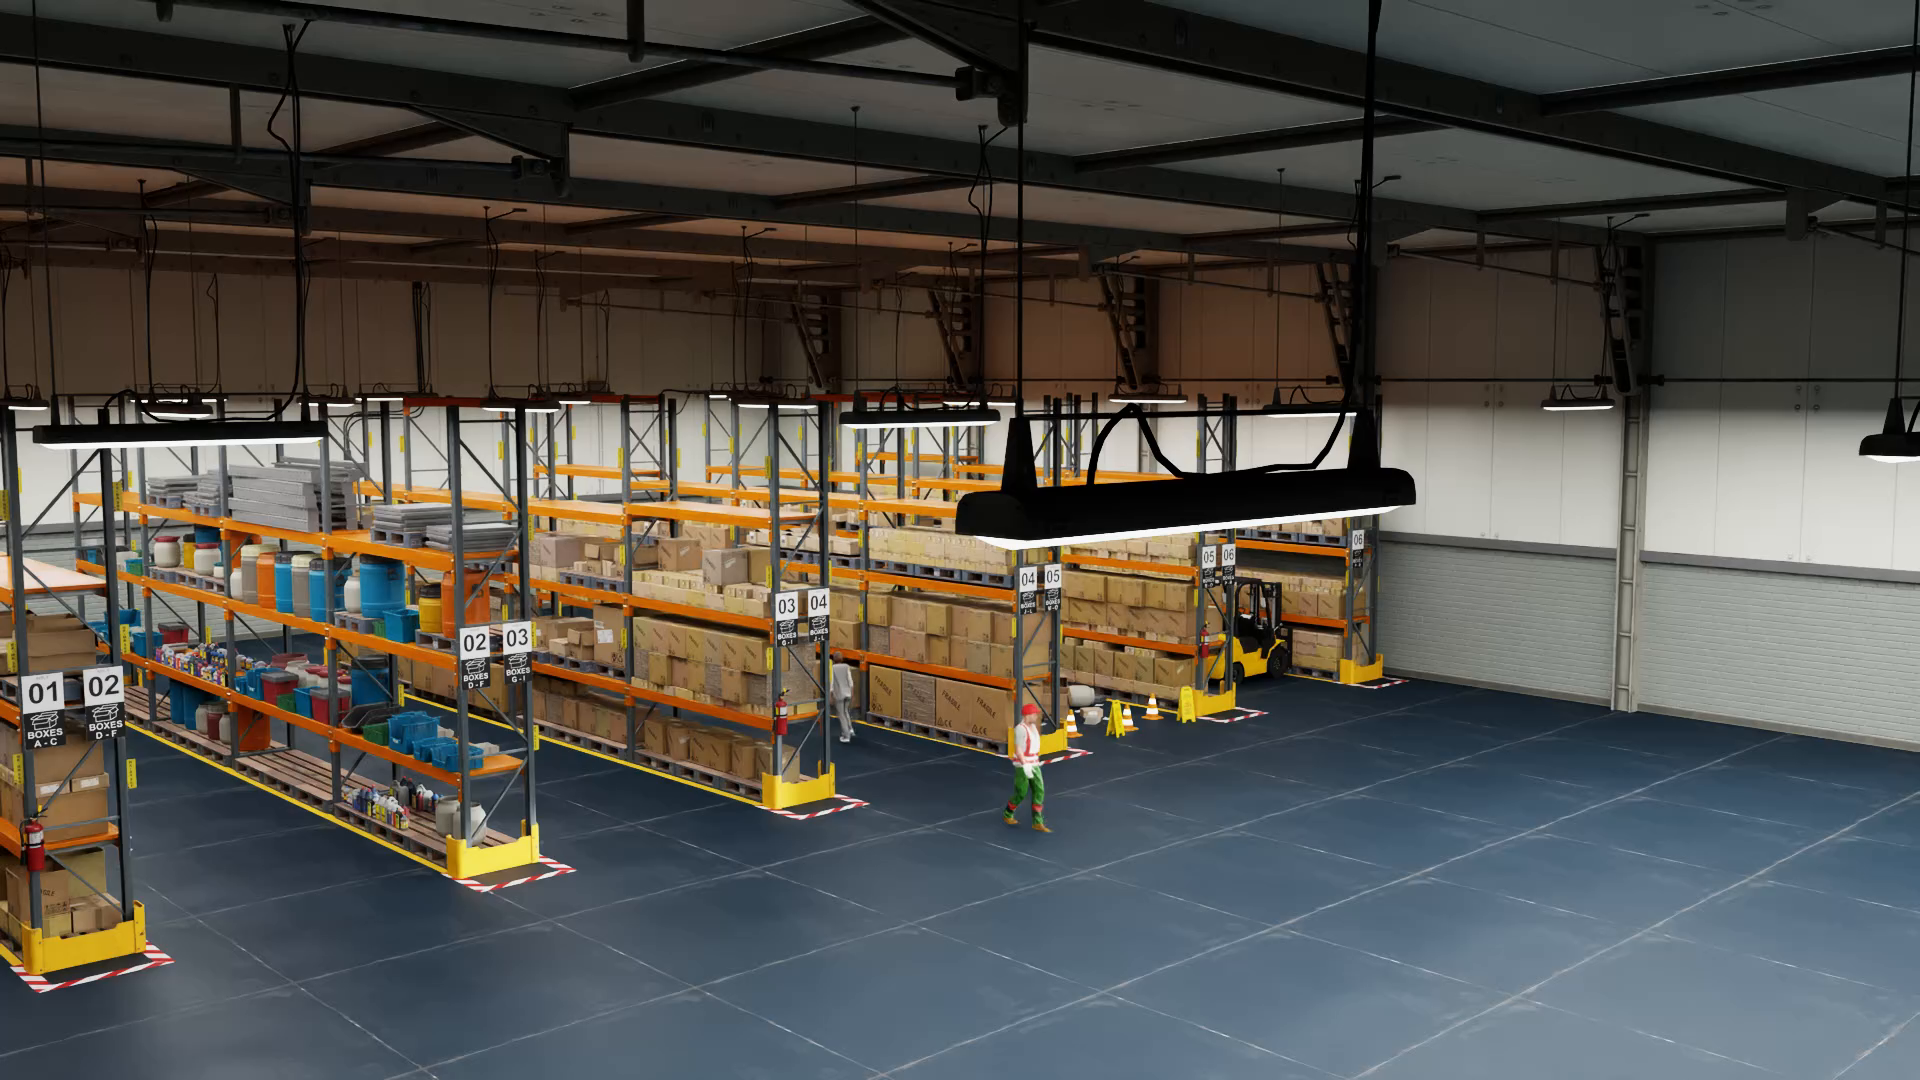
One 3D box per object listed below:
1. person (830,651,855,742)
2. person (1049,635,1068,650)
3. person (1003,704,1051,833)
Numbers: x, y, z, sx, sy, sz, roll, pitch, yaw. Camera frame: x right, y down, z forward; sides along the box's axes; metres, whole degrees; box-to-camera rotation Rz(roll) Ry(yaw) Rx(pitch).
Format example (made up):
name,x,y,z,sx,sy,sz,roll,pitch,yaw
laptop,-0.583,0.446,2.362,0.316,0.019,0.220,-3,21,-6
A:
name,x,y,z,sx,sy,sz,roll,pitch,yaw
person,-2.060,2.726,29.031,0.456,1.586,0.439,-4,7,-35
person,2.187,1.958,36.961,0.621,1.624,0.754,-5,7,-41
person,0.963,3.204,23.435,0.778,1.786,0.631,3,6,31
